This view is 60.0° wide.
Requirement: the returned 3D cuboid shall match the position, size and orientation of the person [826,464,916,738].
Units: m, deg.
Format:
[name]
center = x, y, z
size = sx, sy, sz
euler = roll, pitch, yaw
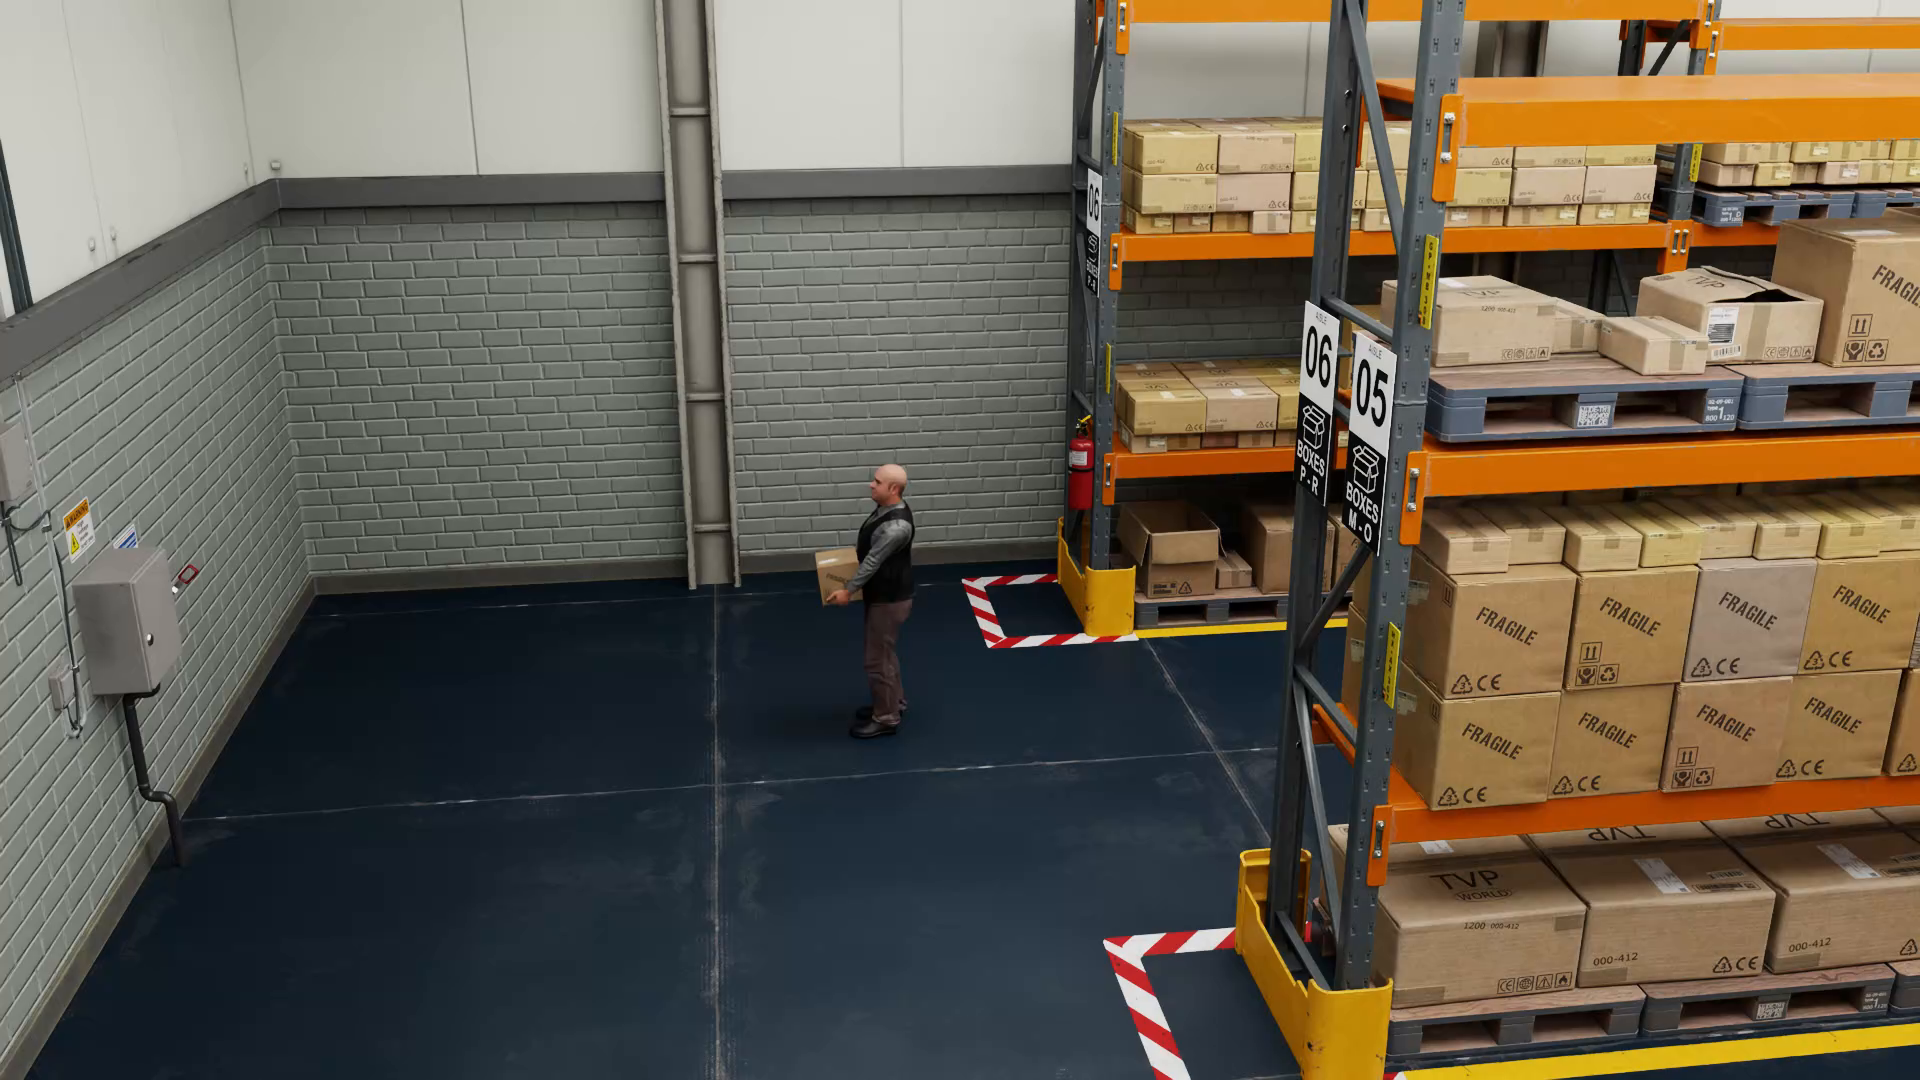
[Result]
[person]
center = -0.544, 0.366, 10.108
size = 0.545, 1.715, 0.494
euler = -3, 20, -7
